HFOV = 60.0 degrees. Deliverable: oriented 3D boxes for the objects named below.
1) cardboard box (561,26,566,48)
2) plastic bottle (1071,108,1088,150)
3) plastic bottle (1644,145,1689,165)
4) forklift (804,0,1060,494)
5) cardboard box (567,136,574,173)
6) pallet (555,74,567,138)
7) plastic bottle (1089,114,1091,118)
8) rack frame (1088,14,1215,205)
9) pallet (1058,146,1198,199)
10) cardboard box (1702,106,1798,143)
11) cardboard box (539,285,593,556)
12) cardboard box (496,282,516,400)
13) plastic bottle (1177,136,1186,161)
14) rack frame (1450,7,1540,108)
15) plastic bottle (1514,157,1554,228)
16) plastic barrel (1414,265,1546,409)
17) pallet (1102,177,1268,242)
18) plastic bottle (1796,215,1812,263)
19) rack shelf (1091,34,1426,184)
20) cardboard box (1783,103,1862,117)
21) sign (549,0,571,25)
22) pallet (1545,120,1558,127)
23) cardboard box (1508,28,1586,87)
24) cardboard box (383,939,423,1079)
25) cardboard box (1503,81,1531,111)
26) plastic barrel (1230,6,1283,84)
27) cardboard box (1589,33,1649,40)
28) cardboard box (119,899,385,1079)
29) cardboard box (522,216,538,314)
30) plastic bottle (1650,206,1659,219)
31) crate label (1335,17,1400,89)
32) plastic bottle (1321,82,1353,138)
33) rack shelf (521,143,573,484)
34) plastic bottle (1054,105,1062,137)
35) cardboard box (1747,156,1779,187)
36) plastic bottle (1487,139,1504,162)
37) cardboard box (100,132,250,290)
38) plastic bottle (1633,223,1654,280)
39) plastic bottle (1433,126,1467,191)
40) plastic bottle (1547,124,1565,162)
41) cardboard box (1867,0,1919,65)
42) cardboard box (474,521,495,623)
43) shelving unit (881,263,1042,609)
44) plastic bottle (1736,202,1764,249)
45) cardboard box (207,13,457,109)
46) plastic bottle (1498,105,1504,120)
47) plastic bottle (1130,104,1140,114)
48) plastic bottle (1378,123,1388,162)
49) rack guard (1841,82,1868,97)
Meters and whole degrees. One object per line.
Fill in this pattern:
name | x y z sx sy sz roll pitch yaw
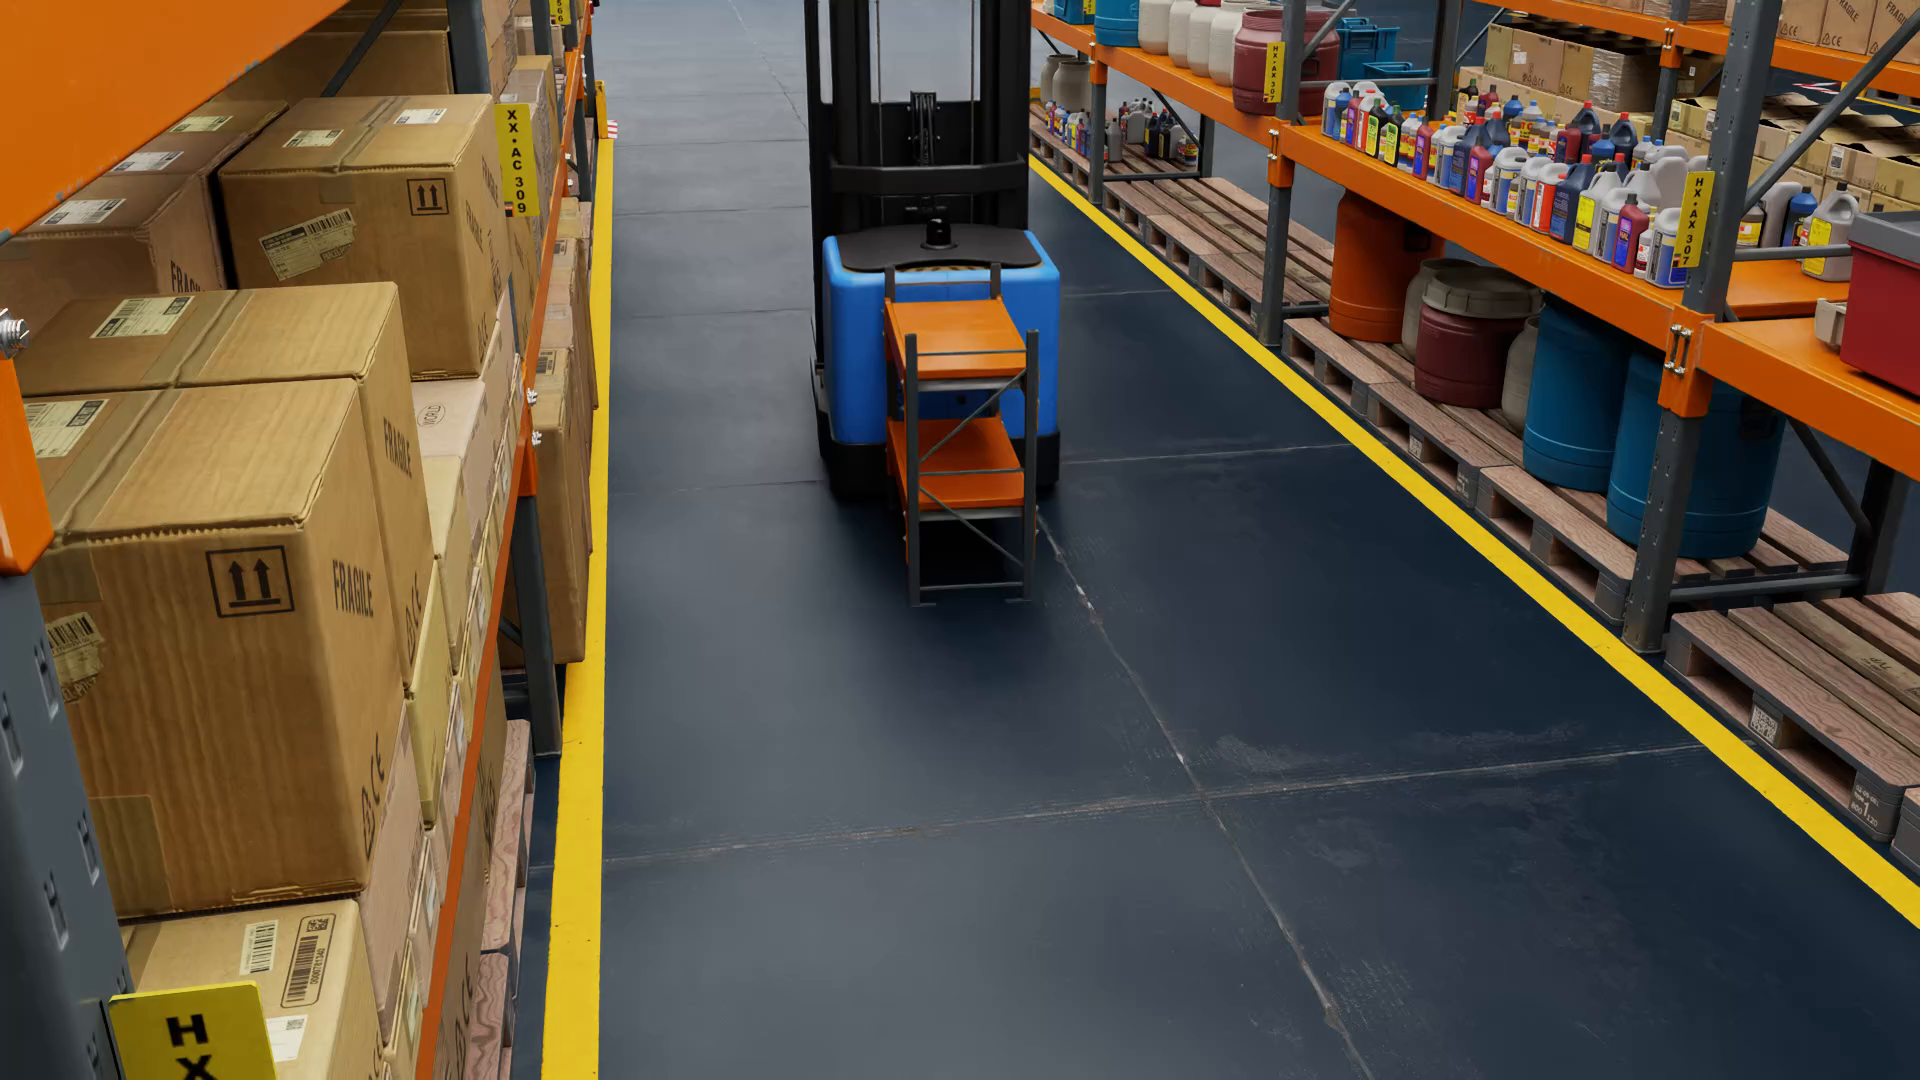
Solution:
cardboard box | -3.063 -3.771 12.450 0.380 0.149 0.250 -4 24 -10
plastic bottle | 1.052 -3.568 14.432 0.144 0.351 0.185 -4 24 -10
plastic bottle | 3.103 -1.608 7.339 0.152 0.276 0.135 -4 24 -10
forklift | -0.231 -2.108 8.413 1.130 2.935 3.031 -3 24 -6
cardboard box | -3.466 -3.211 13.453 0.500 0.500 0.500 3 24 7
pallet | -2.815 -2.390 9.215 1.213 0.211 1.003 -4 24 -10
plastic bottle | 1.148 -3.555 14.486 0.061 0.283 0.133 -4 24 -10
rack frame | 1.549 -4.146 12.995 1.000 3.000 0.127 -4 24 -10
pallet | 1.466 -3.135 14.165 1.003 0.211 1.213 -4 24 -10
cardboard box | 6.337 -3.322 13.319 0.500 0.311 0.500 -5 24 -10
cardboard box | -2.143 -0.453 6.669 1.225 0.875 0.875 -5 24 -12
cardboard box | -1.500 -0.546 4.568 0.500 0.250 0.500 -5 24 -11
plastic bottle | 1.883 -3.303 14.011 0.097 0.201 0.097 0 24 0
rack frame | 5.678 -6.084 17.433 1.000 3.000 0.127 -4 24 -10
plastic bottle | 2.452 -1.468 7.019 0.152 0.276 0.135 -4 24 -10
plastic barrel | 2.605 -1.024 8.336 0.600 0.588 0.708 -4 24 -10
pallet | 1.732 -2.562 12.852 1.003 0.211 1.213 -4 24 -10
plastic bottle | 3.316 -1.180 6.453 0.097 0.201 0.097 0 24 0
rack shelf | 1.919 -3.029 11.337 1.077 0.370 4.000 -4 24 -10
cardboard box | 6.877 -3.358 13.401 0.500 0.311 0.500 -4 24 -8
sign | -2.034 -2.779 8.418 0.100 0.325 0.005 -4 24 -10
pallet | 6.083 -4.030 16.213 1.003 0.211 1.213 -4 24 -10
cardboard box | 5.758 -4.741 16.331 0.500 0.500 0.500 -4 24 -10
cardboard box | -0.937 0.690 2.235 0.380 0.149 0.250 -5 24 -11
cardboard box | 5.747 -4.396 16.479 0.500 0.250 0.500 -4 24 -10
plastic barrel | 1.889 -3.012 10.260 0.421 0.512 0.421 0 24 0
cardboard box | 6.360 -4.582 15.968 0.500 0.500 0.500 -4 24 -10
cardboard box | -0.923 0.664 1.797 0.500 0.250 0.500 -5 24 -11
cardboard box | -1.772 -1.075 5.840 0.500 0.500 0.500 -4 24 -10
plastic bottle | 2.689 -1.199 6.497 0.097 0.201 0.097 0 24 0
crate label | 2.371 -2.999 10.326 0.502 0.435 0.616 -4 24 -10
plastic bottle | 2.051 -2.321 8.973 0.152 0.276 0.135 -4 24 -10
rack shelf | -2.209 -1.090 6.896 1.077 0.370 4.000 -4 24 -10
plastic bottle | 0.902 -3.799 15.061 0.097 0.271 0.097 0 24 0
cardboard box | 6.441 -2.862 12.965 0.500 0.250 0.500 -5 24 -11
plastic bottle | 2.396 -1.658 7.459 0.097 0.271 0.097 0 24 0
cardboard box | -1.918 -0.642 3.851 0.500 0.500 0.500 -4 24 -10
plastic bottle | 2.589 -1.083 6.230 0.097 0.201 0.097 0 24 0
plastic bottle | 2.308 -1.776 7.724 0.152 0.276 0.135 -4 24 -10
plastic bottle | 2.955 -1.948 8.211 0.097 0.201 0.097 0 24 0
cardboard box | 6.831 -3.642 11.717 0.500 0.500 0.500 -6 24 -13
cardboard box | -1.223 0.084 3.624 0.380 0.149 0.250 -5 24 -11
shelving unit | -0.014 -0.462 6.902 0.538 1.125 1.048 -3 24 -6
plastic bottle | 3.130 -1.246 6.603 0.097 0.201 0.097 0 24 0
cardboard box | -1.965 -1.389 5.304 0.797 0.503 0.637 -5 24 -11
plastic bottle | 2.847 -2.178 8.737 0.097 0.201 0.097 0 24 0
plastic bottle | 1.625 -3.827 15.118 0.152 0.276 0.135 -5 24 -11
plastic bottle | 2.156 -2.005 8.342 0.097 0.201 0.097 0 24 0
rack guard | 10.560 -5.277 18.708 1.175 0.500 0.348 -4 24 -10
